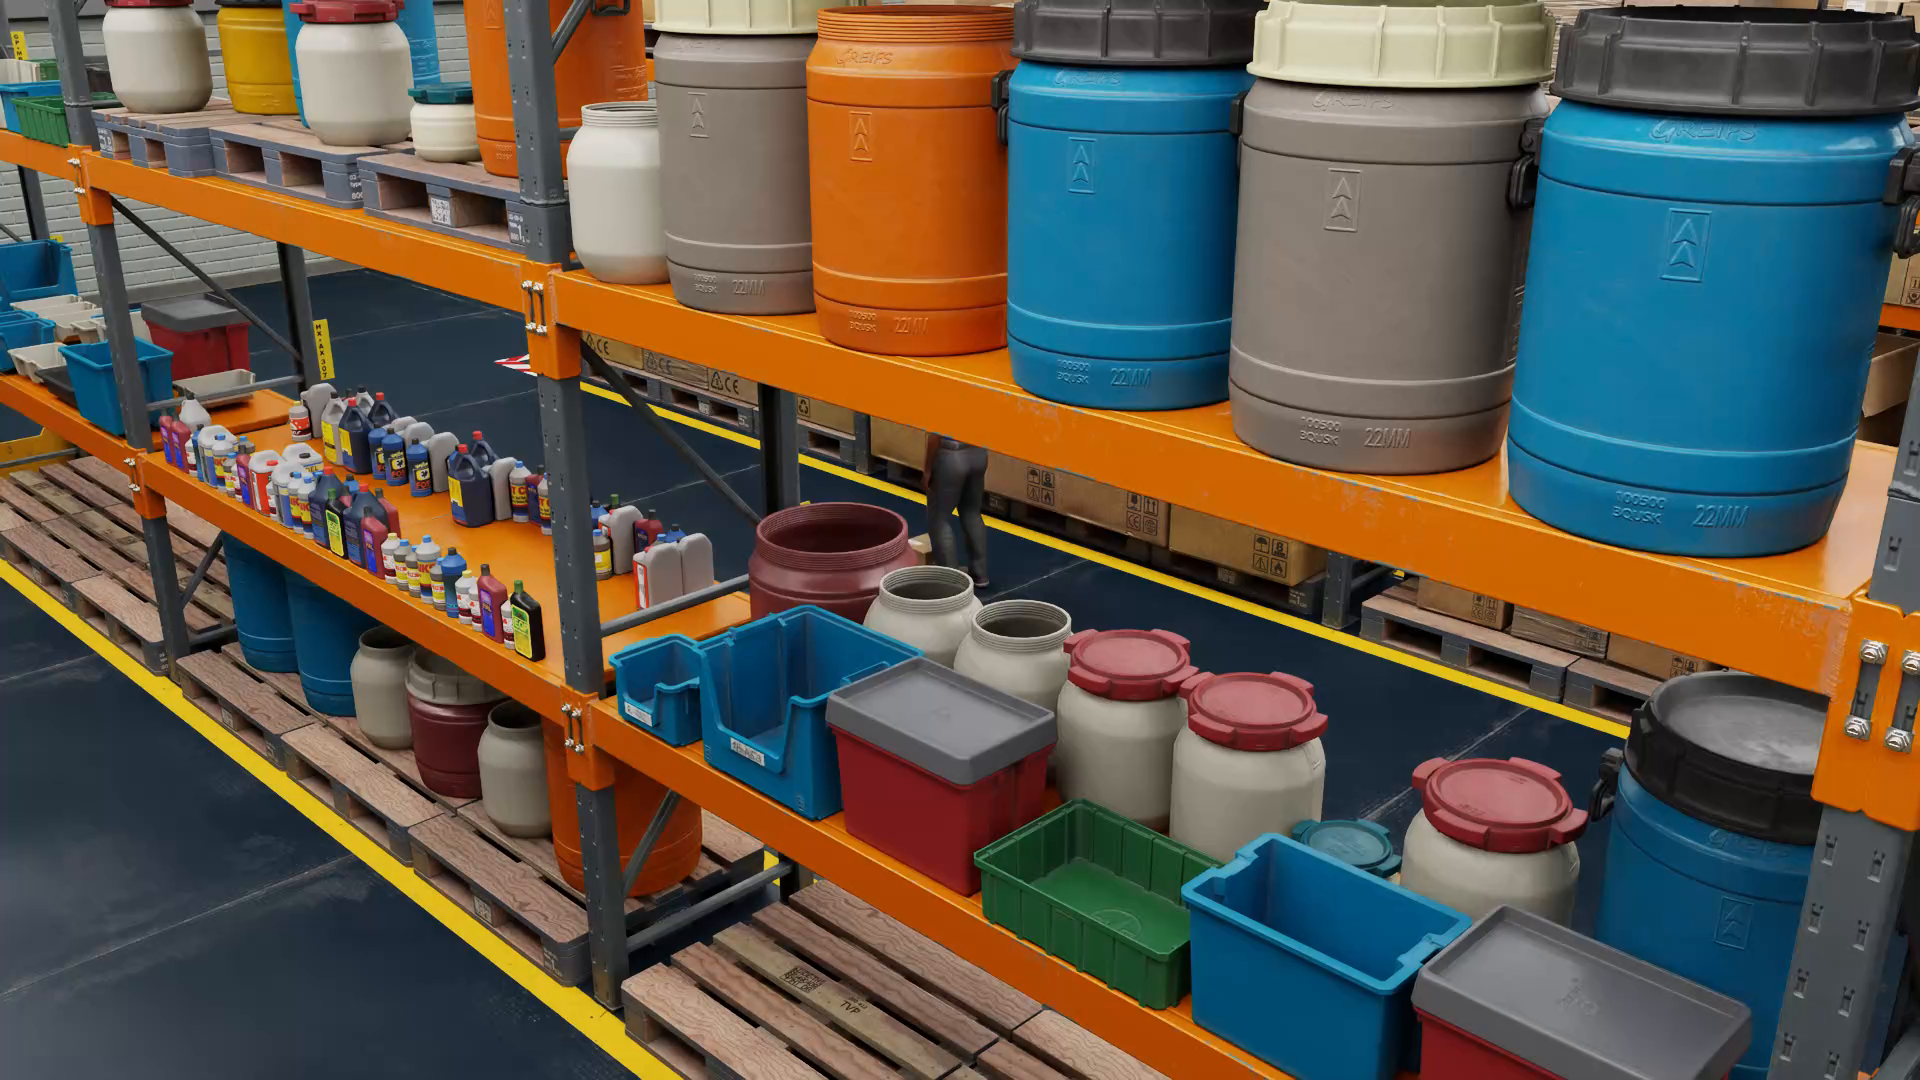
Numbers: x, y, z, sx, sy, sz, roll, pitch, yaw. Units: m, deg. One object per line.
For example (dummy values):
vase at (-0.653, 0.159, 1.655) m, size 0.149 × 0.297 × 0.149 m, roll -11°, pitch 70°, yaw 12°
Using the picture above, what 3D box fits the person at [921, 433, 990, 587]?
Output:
person at (-0.031, -0.466, 9.819) m, size 0.351 × 1.654 × 0.532 m, roll 17°, pitch 27°, yaw 38°
